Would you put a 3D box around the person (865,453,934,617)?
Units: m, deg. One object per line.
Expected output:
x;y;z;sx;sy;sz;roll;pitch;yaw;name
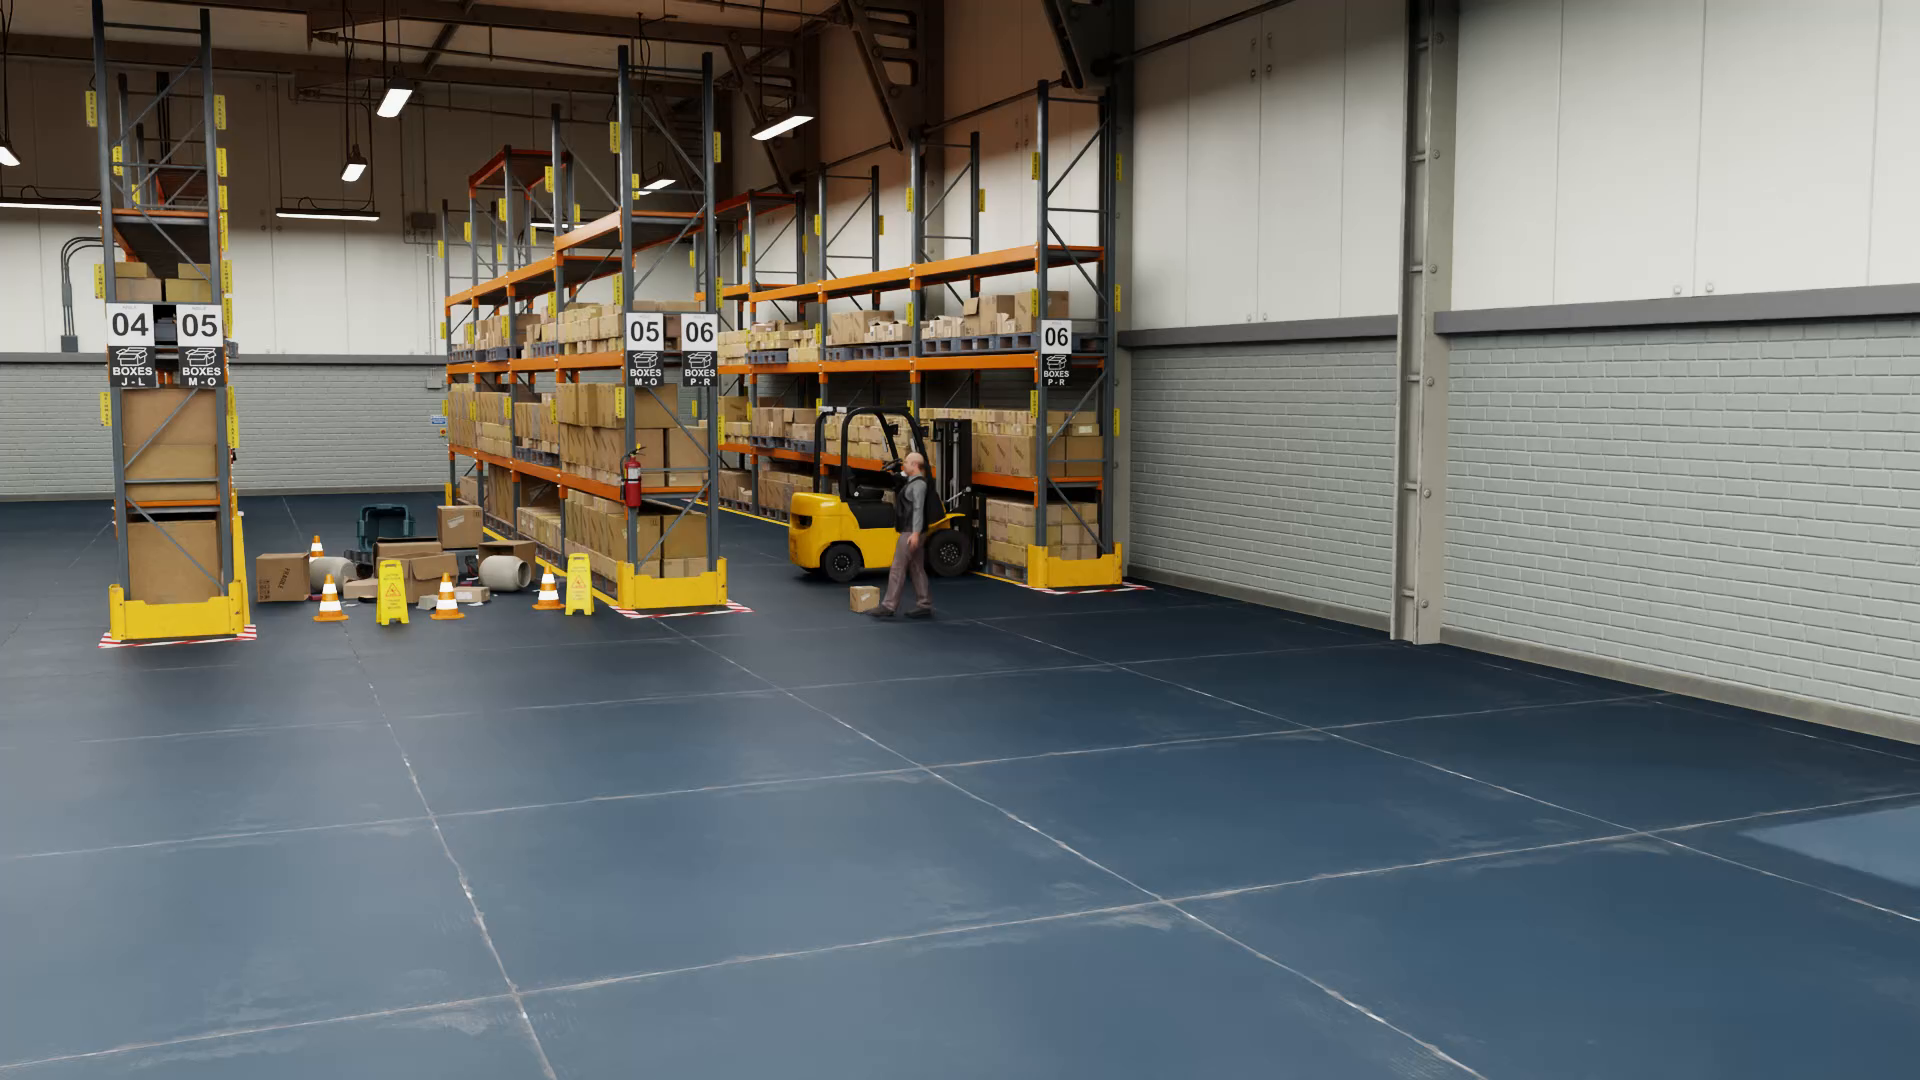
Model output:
-0.631;-0.051;17.345;0.717;1.713;0.572;0;5;-2;person
